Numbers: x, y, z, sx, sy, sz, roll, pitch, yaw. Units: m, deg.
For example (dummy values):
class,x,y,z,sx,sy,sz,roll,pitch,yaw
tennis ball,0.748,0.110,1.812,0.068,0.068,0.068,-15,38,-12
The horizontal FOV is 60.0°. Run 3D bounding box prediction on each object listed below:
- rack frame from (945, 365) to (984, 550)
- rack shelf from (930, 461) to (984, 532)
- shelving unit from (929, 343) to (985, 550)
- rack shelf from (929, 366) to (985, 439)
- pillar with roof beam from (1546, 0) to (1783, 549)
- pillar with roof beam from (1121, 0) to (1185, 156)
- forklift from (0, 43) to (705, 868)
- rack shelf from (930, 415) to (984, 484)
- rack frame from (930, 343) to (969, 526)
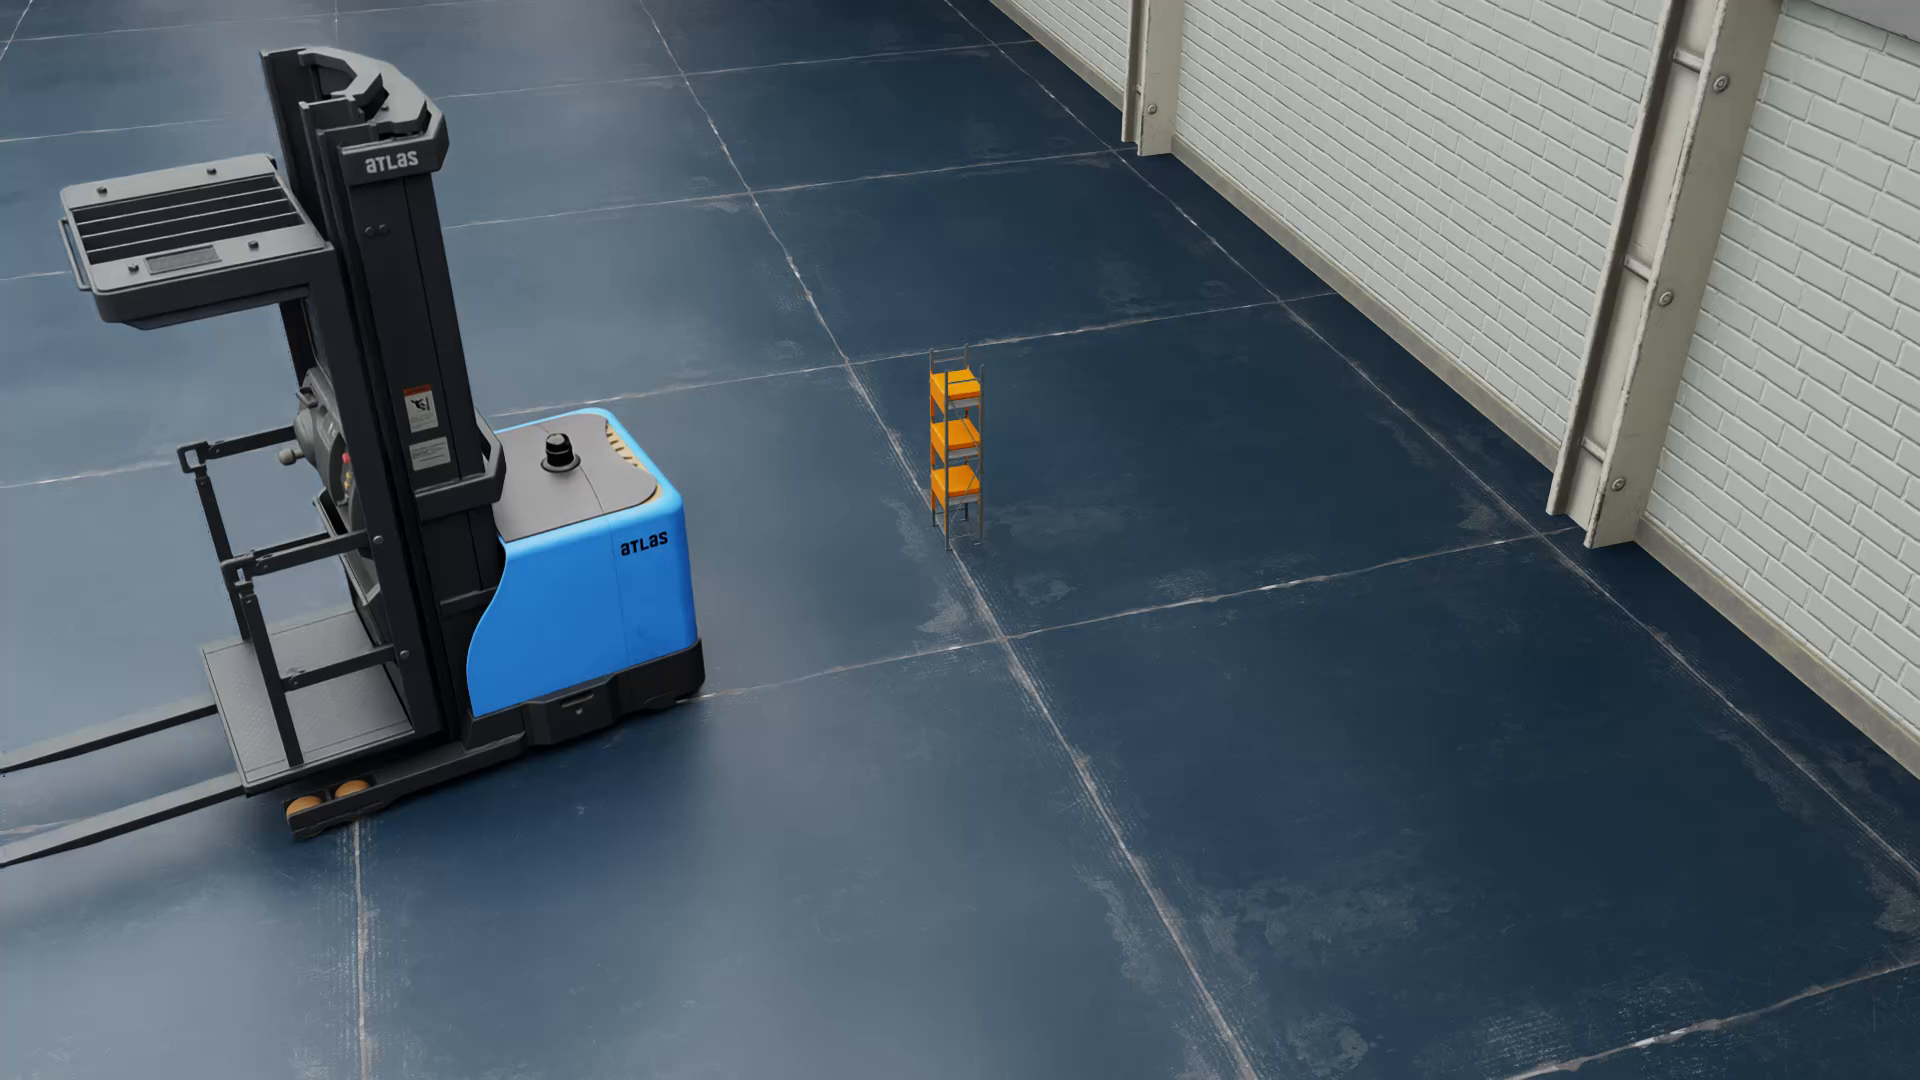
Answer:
class,x,y,z,sx,sy,sz,roll,pitch,yaw
rack frame,0.021,-0.402,8.406,0.200,1.050,0.008,-10,35,-15
rack shelf,-0.016,-0.225,8.662,0.215,0.259,0.240,-10,35,-15
shelving unit,-0.016,-0.466,8.503,0.215,1.050,0.252,-10,35,-15
rack shelf,-0.016,-0.694,8.352,0.215,0.259,0.240,-10,35,-15
pillar with roof beam,-0.730,-3.113,5.299,9.100,9.000,0.400,-10,35,-15
pillar with roof beam,-2.560,-6.263,10.066,9.100,9.000,0.400,-10,35,-15
forklift,-2.706,-0.328,6.588,3.031,2.935,1.130,-18,37,-25
rack shelf,-0.016,-0.457,8.509,0.215,0.259,0.240,-10,35,-15
rack frame,-0.054,-0.530,8.600,0.200,1.050,0.008,-10,35,-15
